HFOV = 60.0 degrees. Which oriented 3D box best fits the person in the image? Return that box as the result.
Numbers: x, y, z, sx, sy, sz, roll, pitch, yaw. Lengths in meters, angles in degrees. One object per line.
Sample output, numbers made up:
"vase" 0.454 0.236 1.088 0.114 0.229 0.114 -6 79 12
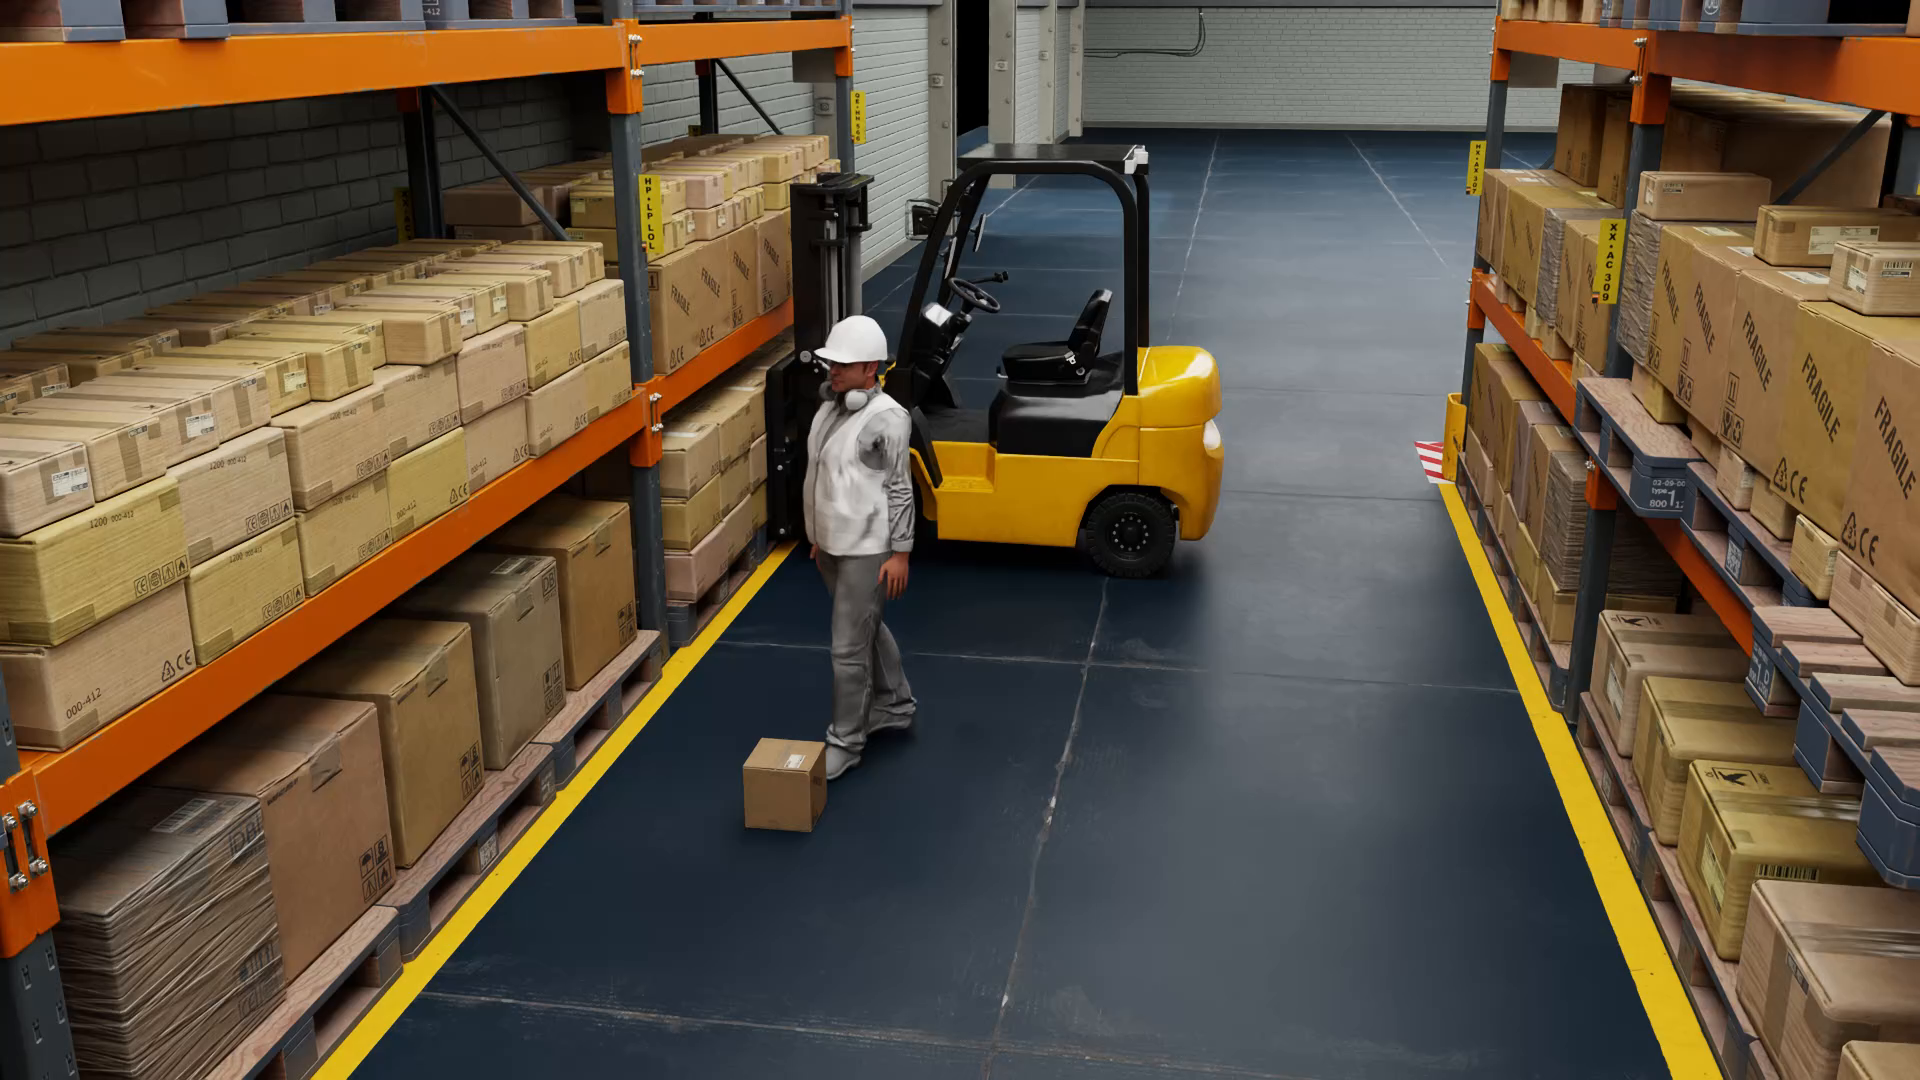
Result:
"person" -0.420 0.013 6.448 0.620 1.776 0.539 -11 21 -31
